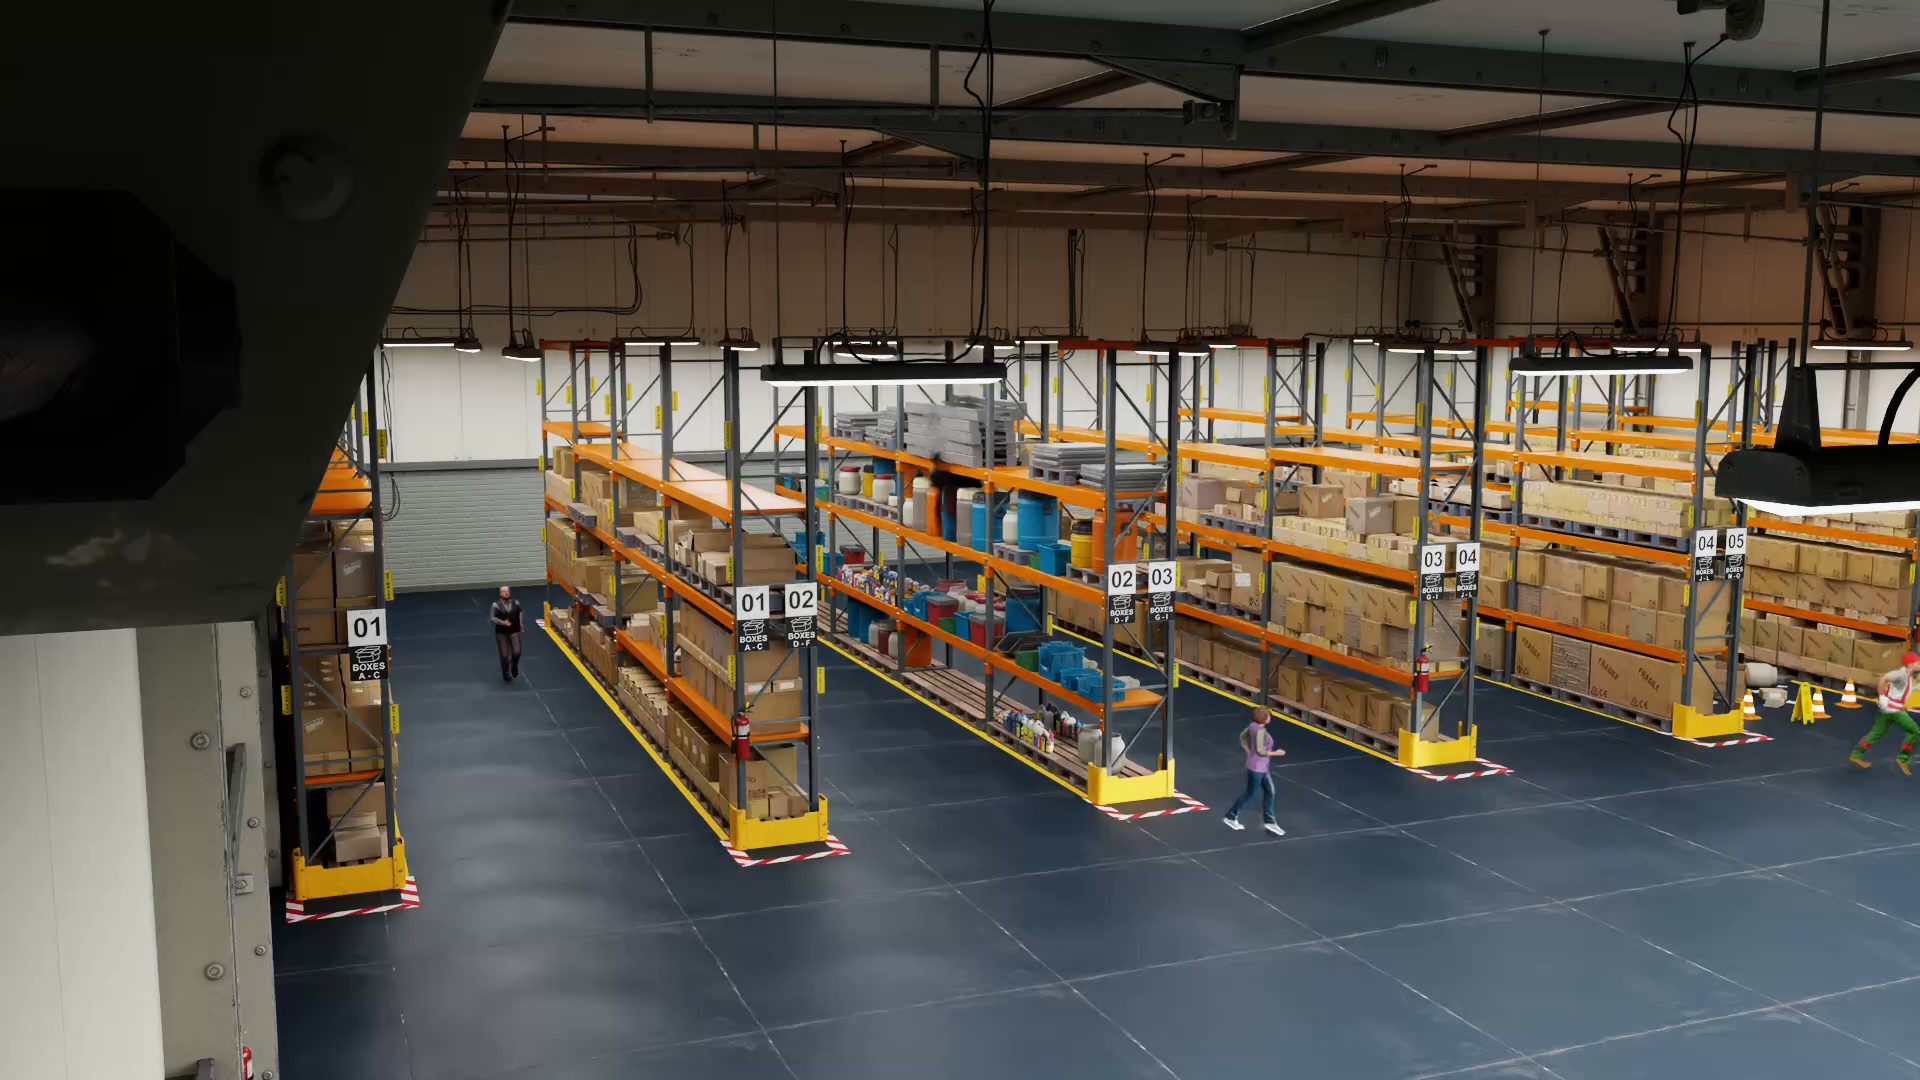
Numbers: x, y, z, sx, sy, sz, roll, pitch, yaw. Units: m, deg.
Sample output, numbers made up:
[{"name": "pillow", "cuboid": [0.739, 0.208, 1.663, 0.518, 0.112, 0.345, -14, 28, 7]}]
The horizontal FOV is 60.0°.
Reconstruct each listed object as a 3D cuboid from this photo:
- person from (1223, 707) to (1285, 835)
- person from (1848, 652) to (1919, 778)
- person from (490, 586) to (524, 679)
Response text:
[{"name": "person", "cuboid": [3.659, 2.866, 20.612, 0.759, 1.632, 0.527, 1, 8, 10]}, {"name": "person", "cuboid": [13.091, 2.430, 23.405, 0.955, 1.768, 0.647, 4, 8, 25]}, {"name": "person", "cuboid": [-8.000, 1.657, 29.472, 0.631, 1.681, 0.624, -4, 8, -26]}]
